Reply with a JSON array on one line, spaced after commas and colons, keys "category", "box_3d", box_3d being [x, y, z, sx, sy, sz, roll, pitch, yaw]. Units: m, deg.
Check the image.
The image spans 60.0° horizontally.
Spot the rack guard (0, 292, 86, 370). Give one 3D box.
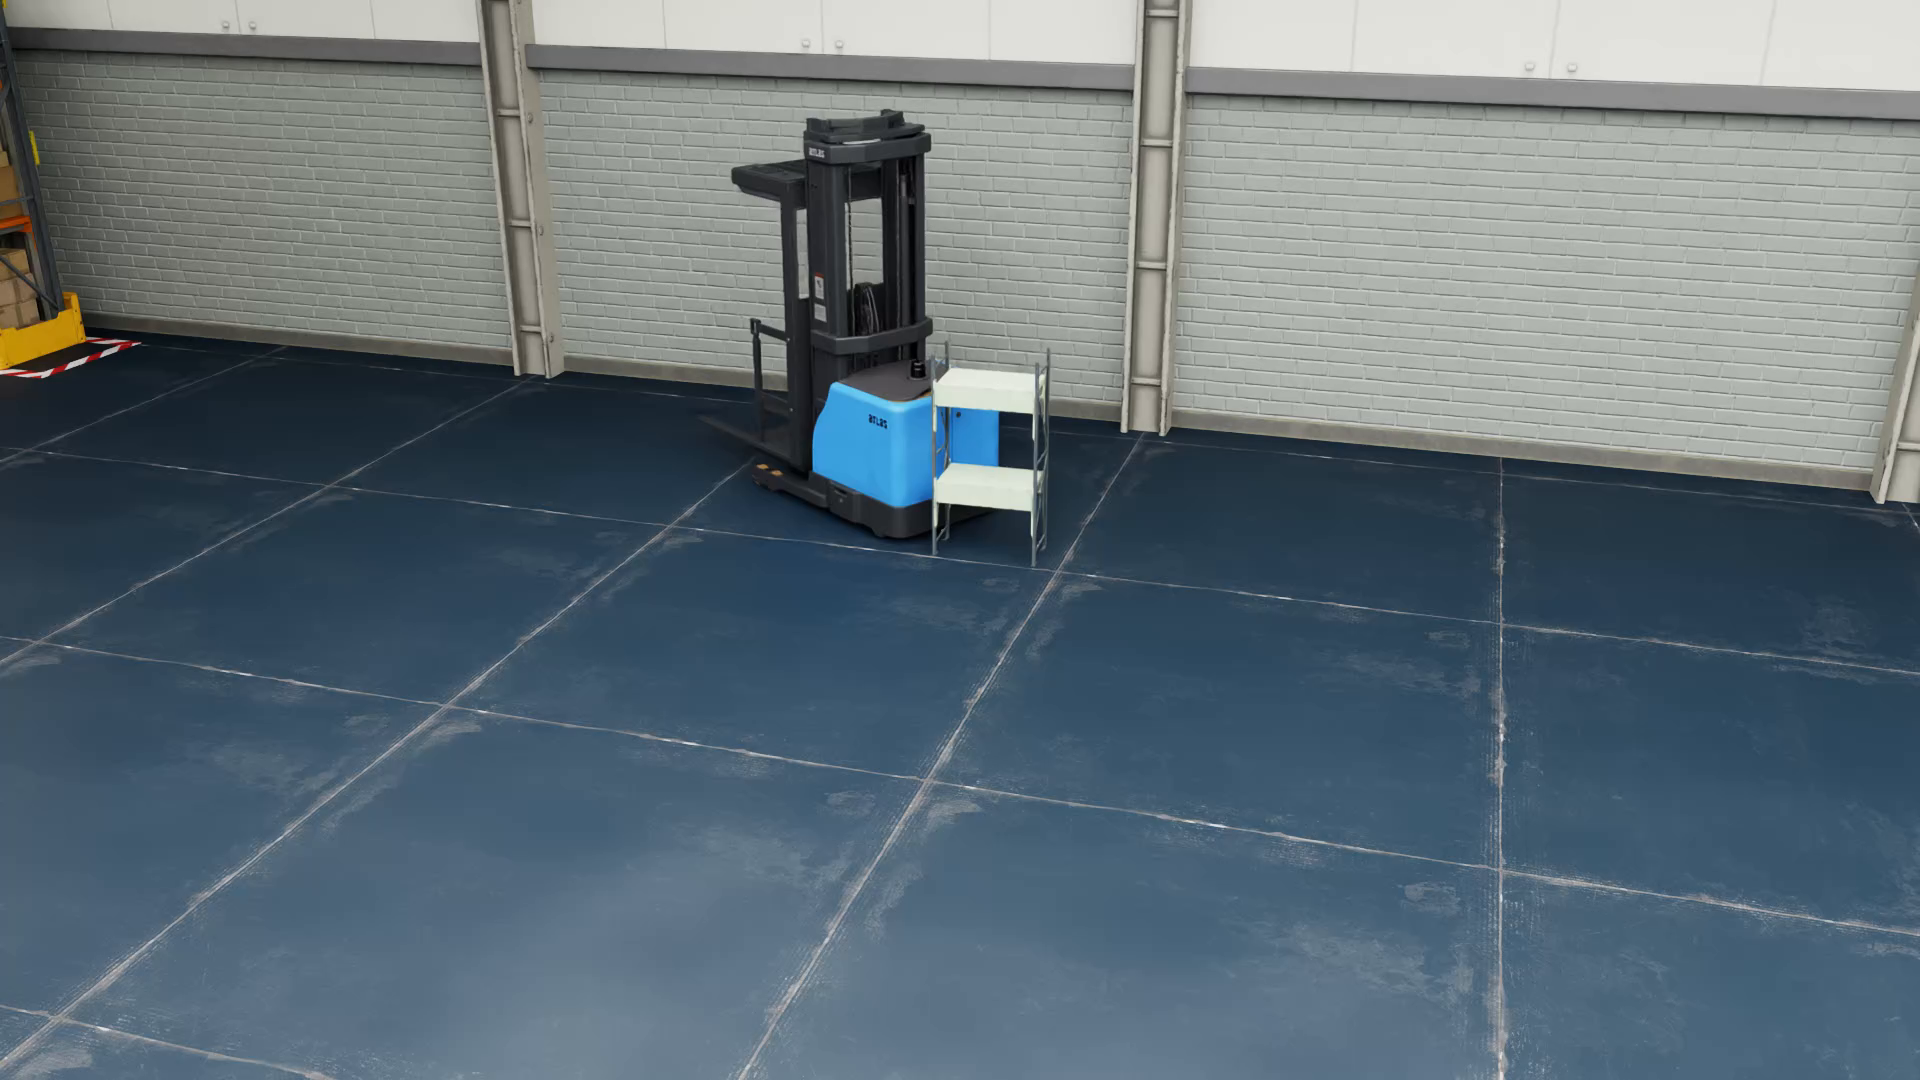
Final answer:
[{"category": "rack guard", "box_3d": [-9.419, -2.122, 16.785, 0.348, 0.500, 1.175, 7, 23, 16]}]

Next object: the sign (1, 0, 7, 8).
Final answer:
[{"category": "sign", "box_3d": [-9.276, -5.311, 16.056, 0.005, 0.325, 0.100, 7, 23, 16]}]

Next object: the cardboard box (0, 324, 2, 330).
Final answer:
[{"category": "cardboard box", "box_3d": [-9.983, -2.140, 16.604, 0.500, 0.250, 0.500, 7, 23, 16]}]

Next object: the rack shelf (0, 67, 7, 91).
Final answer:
[{"category": "rack shelf", "box_3d": [-11.357, -4.555, 16.418, 4.000, 0.370, 1.077, 7, 23, 16]}]

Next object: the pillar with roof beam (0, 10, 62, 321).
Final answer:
[{"category": "pillar with roof beam", "box_3d": [-11.092, -4.896, 12.349, 0.400, 9.000, 9.100, 7, 23, 16]}]

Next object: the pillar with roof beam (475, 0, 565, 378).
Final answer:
[{"category": "pillar with roof beam", "box_3d": [-5.347, -4.239, 10.746, 0.400, 9.000, 9.100, 7, 23, 16]}]

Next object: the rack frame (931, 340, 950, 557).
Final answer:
[{"category": "rack frame", "box_3d": [-0.138, -0.644, 11.864, 0.023, 1.500, 0.400, 6, 23, 14]}]

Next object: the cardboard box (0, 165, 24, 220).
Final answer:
[{"category": "cardboard box", "box_3d": [-9.836, -3.483, 16.676, 0.500, 0.500, 0.500, 7, 23, 17]}]

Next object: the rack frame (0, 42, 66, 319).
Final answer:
[{"category": "rack frame", "box_3d": [-9.442, -3.281, 16.317, 0.127, 3.000, 1.000, 7, 23, 16]}]

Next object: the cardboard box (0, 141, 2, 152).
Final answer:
[{"category": "cardboard box", "box_3d": [-9.702, -3.880, 16.397, 0.250, 0.149, 0.380, 6, 23, 14]}]

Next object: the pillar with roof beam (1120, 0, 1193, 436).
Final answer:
[{"category": "pillar with roof beam", "box_3d": [0.397, -3.581, 9.142, 0.400, 9.000, 9.100, 7, 23, 16]}]

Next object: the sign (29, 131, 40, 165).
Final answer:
[{"category": "sign", "box_3d": [-9.276, -3.919, 16.627, 0.005, 0.325, 0.100, 7, 23, 16]}]

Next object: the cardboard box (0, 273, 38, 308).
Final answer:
[{"category": "cardboard box", "box_3d": [-9.832, -2.562, 16.973, 0.500, 0.250, 0.500, 7, 23, 16]}]

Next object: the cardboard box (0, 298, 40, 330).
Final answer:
[{"category": "cardboard box", "box_3d": [-9.855, -2.328, 17.063, 0.500, 0.250, 0.500, 7, 23, 16]}]

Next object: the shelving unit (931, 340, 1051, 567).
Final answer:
[{"category": "shelving unit", "box_3d": [0.216, -0.609, 11.778, 0.755, 1.500, 0.431, 6, 23, 14]}]

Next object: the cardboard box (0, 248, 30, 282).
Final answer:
[{"category": "cardboard box", "box_3d": [-9.847, -2.787, 16.865, 0.500, 0.250, 0.500, 6, 23, 15]}]

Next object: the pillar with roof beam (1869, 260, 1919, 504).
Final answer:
[{"category": "pillar with roof beam", "box_3d": [6.141, -2.923, 7.539, 0.400, 9.000, 9.100, 7, 23, 16]}]

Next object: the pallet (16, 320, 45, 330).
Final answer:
[{"category": "pallet", "box_3d": [-10.186, -2.060, 17.013, 1.213, 0.211, 1.003, 7, 23, 16]}]

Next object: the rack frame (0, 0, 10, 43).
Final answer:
[{"category": "rack frame", "box_3d": [-9.442, -6.057, 15.178, 0.127, 3.000, 1.000, 7, 23, 16]}]

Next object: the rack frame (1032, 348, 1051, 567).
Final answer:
[{"category": "rack frame", "box_3d": [0.570, -0.573, 11.691, 0.023, 1.500, 0.400, 6, 23, 14]}]

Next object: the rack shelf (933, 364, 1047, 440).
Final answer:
[{"category": "rack shelf", "box_3d": [0.216, -0.970, 11.630, 0.720, 0.370, 0.431, 6, 23, 14]}]

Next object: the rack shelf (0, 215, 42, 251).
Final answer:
[{"category": "rack shelf", "box_3d": [-11.357, -3.168, 16.988, 4.000, 0.370, 1.077, 7, 23, 16]}]

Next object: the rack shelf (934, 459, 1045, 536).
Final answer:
[{"category": "rack shelf", "box_3d": [0.216, -0.307, 11.902, 0.720, 0.370, 0.431, 6, 23, 14]}]

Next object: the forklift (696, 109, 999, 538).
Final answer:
[{"category": "forklift", "box_3d": [-1.033, -1.851, 12.921, 1.130, 2.935, 3.031, -18, 28, -37]}]

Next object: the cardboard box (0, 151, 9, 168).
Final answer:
[{"category": "cardboard box", "box_3d": [-9.692, -3.759, 16.495, 0.250, 0.149, 0.380, 6, 23, 14]}]
